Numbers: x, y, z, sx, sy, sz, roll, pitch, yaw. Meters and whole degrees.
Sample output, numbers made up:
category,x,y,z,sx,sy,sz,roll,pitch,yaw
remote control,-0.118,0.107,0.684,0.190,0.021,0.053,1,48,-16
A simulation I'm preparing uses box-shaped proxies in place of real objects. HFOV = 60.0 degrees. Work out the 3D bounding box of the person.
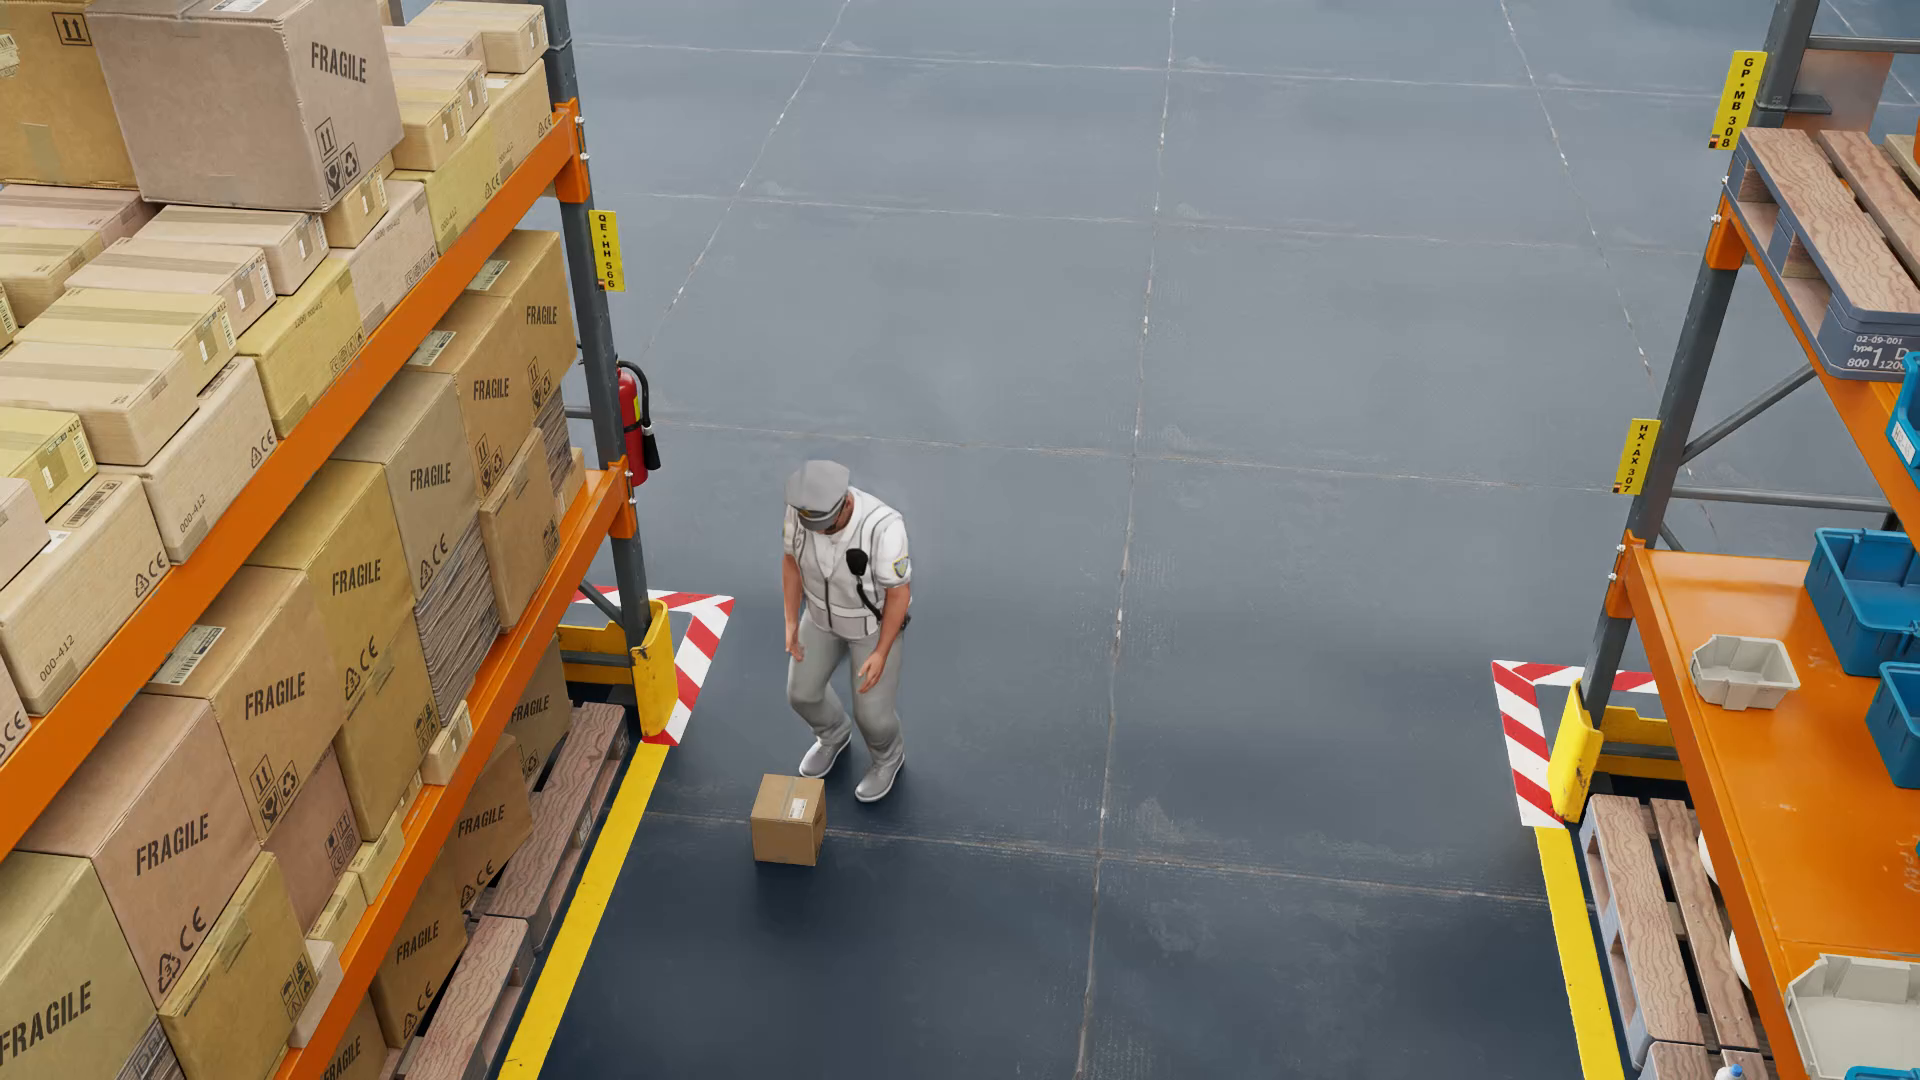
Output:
category,x,y,z,sx,sy,sz,roll,pitch,yaw
person,-0.447,0.348,6.653,0.571,1.650,0.557,18,40,23
